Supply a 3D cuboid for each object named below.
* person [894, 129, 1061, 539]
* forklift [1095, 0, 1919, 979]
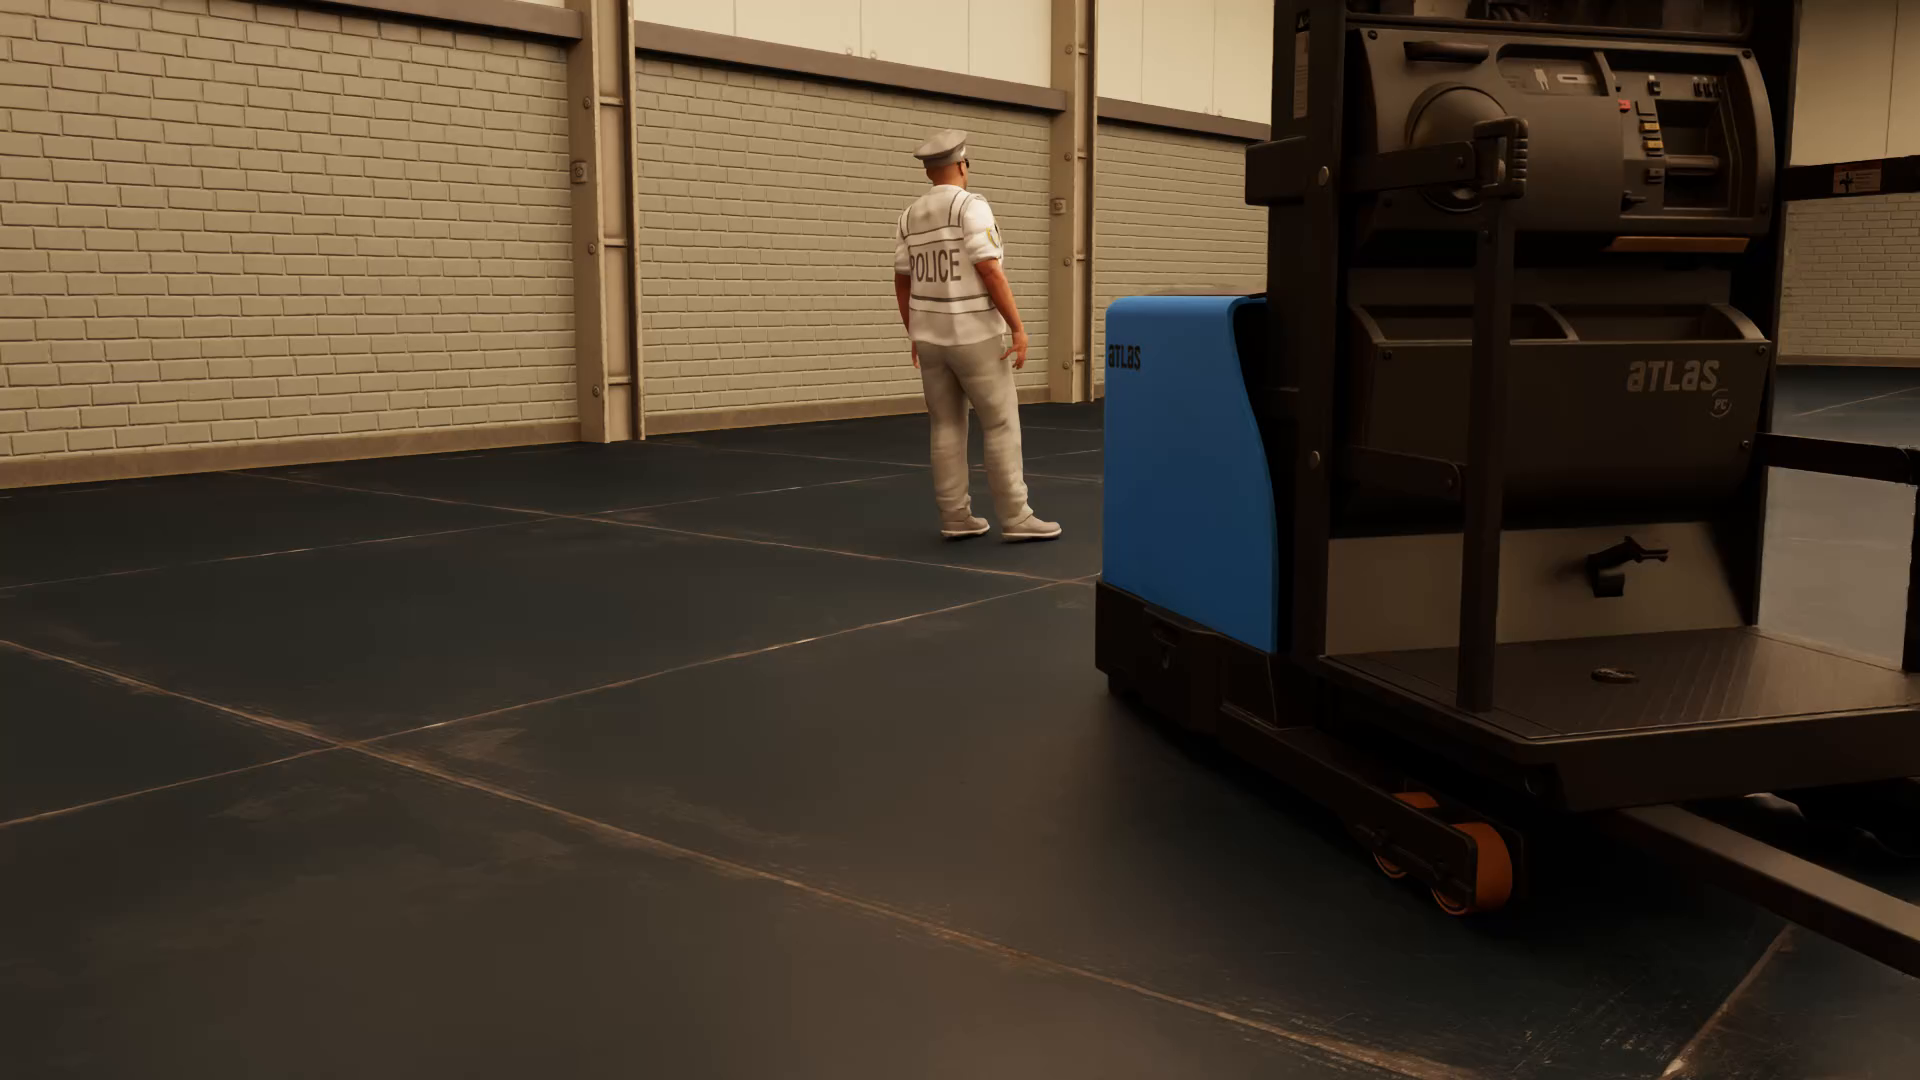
[{"bbox_3d":[0.058,-0.896,7.327,0.640,1.781,0.575,7,11,38],"label":"person"},{"bbox_3d":[1.289,-0.856,3.130,1.130,2.935,3.031,-3,9,-17],"label":"forklift"}]
